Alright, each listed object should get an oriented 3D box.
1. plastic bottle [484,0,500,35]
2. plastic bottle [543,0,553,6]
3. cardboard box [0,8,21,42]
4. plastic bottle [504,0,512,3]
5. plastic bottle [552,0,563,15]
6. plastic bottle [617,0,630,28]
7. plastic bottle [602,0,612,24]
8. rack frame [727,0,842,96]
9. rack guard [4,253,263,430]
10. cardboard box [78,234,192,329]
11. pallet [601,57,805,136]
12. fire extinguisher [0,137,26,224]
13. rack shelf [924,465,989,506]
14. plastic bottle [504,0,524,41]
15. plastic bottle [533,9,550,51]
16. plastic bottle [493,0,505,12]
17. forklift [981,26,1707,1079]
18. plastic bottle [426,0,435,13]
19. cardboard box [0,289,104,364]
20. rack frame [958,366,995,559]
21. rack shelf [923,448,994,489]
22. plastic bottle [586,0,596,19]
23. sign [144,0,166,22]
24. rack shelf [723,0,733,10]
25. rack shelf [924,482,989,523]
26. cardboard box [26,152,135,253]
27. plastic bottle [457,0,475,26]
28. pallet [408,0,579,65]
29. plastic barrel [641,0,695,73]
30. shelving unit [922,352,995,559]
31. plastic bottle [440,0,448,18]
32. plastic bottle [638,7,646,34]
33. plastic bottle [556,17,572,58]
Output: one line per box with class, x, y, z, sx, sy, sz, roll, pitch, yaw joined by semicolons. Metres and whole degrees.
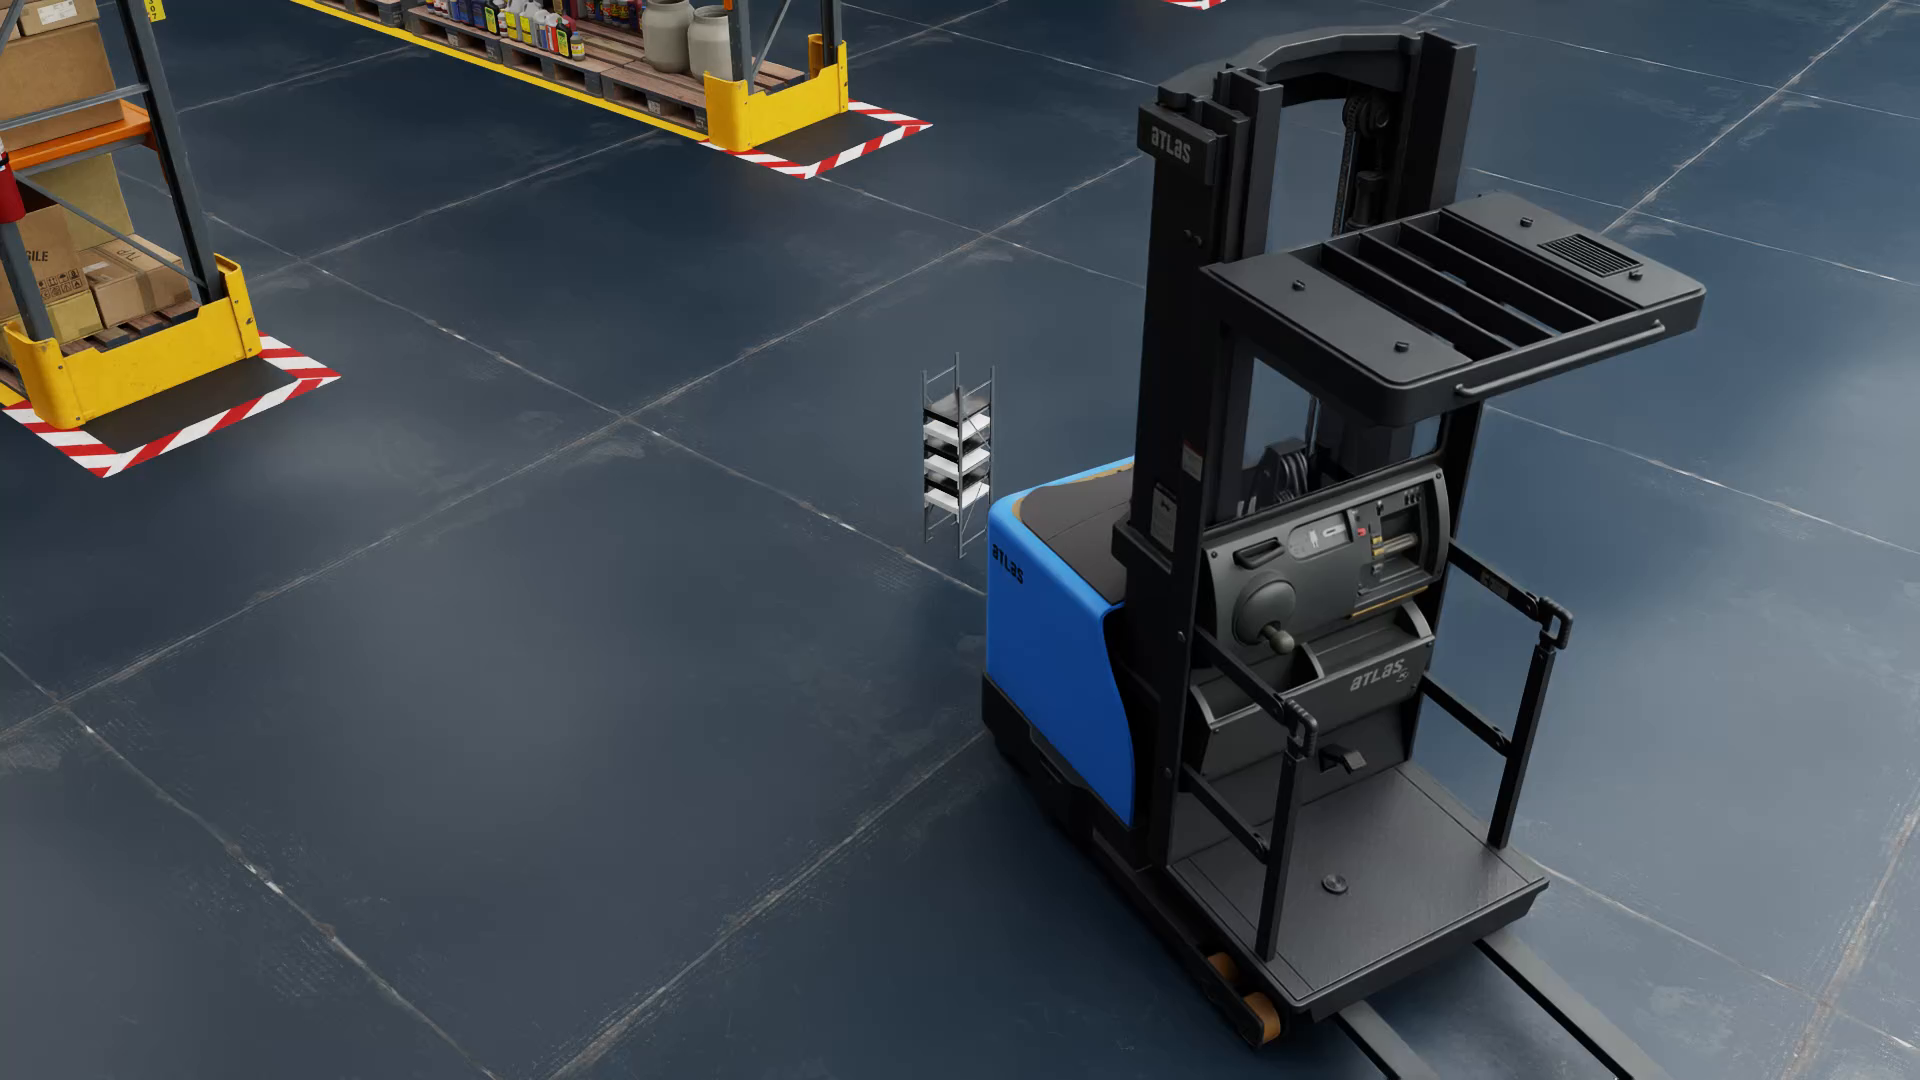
plastic bottle;-3.699;-4.159;13.167;0.133;0.283;0.061;27;43;34
plastic bottle;-3.472;-4.629;13.792;0.185;0.351;0.144;23;41;30
cardboard box;-4.813;-2.478;8.048;0.250;0.149;0.380;24;41;31
plastic bottle;-3.712;-4.636;13.802;0.185;0.351;0.144;25;42;32
plastic bottle;-3.270;-4.430;13.562;0.133;0.283;0.061;25;42;32
plastic bottle;-2.682;-4.241;13.297;0.097;0.271;0.097;0;34;0
plastic bottle;-2.836;-4.284;13.422;0.097;0.201;0.097;0;34;0
rack frame;-1.225;-4.268;11.315;0.127;3.000;1.000;25;42;32
rack guard;-4.379;-1.075;8.874;0.348;0.500;1.175;25;42;32
cardboard box;-4.667;-1.445;9.262;0.500;0.250;0.500;25;42;32
pallet;-1.935;-3.422;12.546;1.213;0.211;1.003;25;42;32
fire extinguisher;-4.604;-1.837;7.844;0.183;0.674;0.296;25;42;32
rack shelf;-0.006;-0.272;7.569;0.200;0.077;0.258;25;42;32
plastic bottle;-3.473;-4.111;13.038;0.185;0.351;0.144;25;42;31
plastic bottle;-3.200;-3.954;12.876;0.135;0.276;0.152;24;41;31
plastic bottle;-3.662;-4.195;13.230;0.097;0.271;0.097;0;34;0
forklift;1.253;0.123;4.982;1.130;2.935;3.031;-18;38;-24
plastic bottle;-4.335;-4.467;13.627;0.097;0.271;0.097;0;34;0
cardboard box;-4.998;-1.220;8.934;0.500;0.250;0.500;25;42;32
rack frame;0.072;-0.337;7.446;0.006;0.900;0.240;25;42;32
rack shelf;-0.006;-0.346;7.518;0.200;0.077;0.258;25;42;32
plastic bottle;-2.993;-4.359;13.530;0.097;0.201;0.097;0;34;0
sign;-4.038;-2.743;8.260;0.005;0.325;0.100;25;42;32
rack shelf;-2.762;-4.696;12.573;4.000;0.370;1.077;25;42;32
rack shelf;-0.006;-0.198;7.620;0.200;0.077;0.258;25;42;32
cardboard box;-5.053;-1.934;9.312;0.500;0.500;0.500;25;42;32
plastic bottle;-3.944;-4.333;13.361;0.185;0.351;0.144;26;42;33
pallet;-3.810;-4.306;13.833;1.213;0.211;1.003;25;42;32
plastic barrel;-2.165;-3.802;12.463;0.421;0.512;0.421;0;34;0
shelving unit;-0.006;-0.374;7.500;0.210;0.900;0.258;25;42;32
plastic bottle;-4.178;-4.365;13.539;0.097;0.201;0.097;0;34;0
plastic bottle;-2.499;-4.125;13.191;0.097;0.201;0.097;0;34;0
plastic bottle;-3.018;-3.838;12.700;0.133;0.283;0.061;26;42;33
